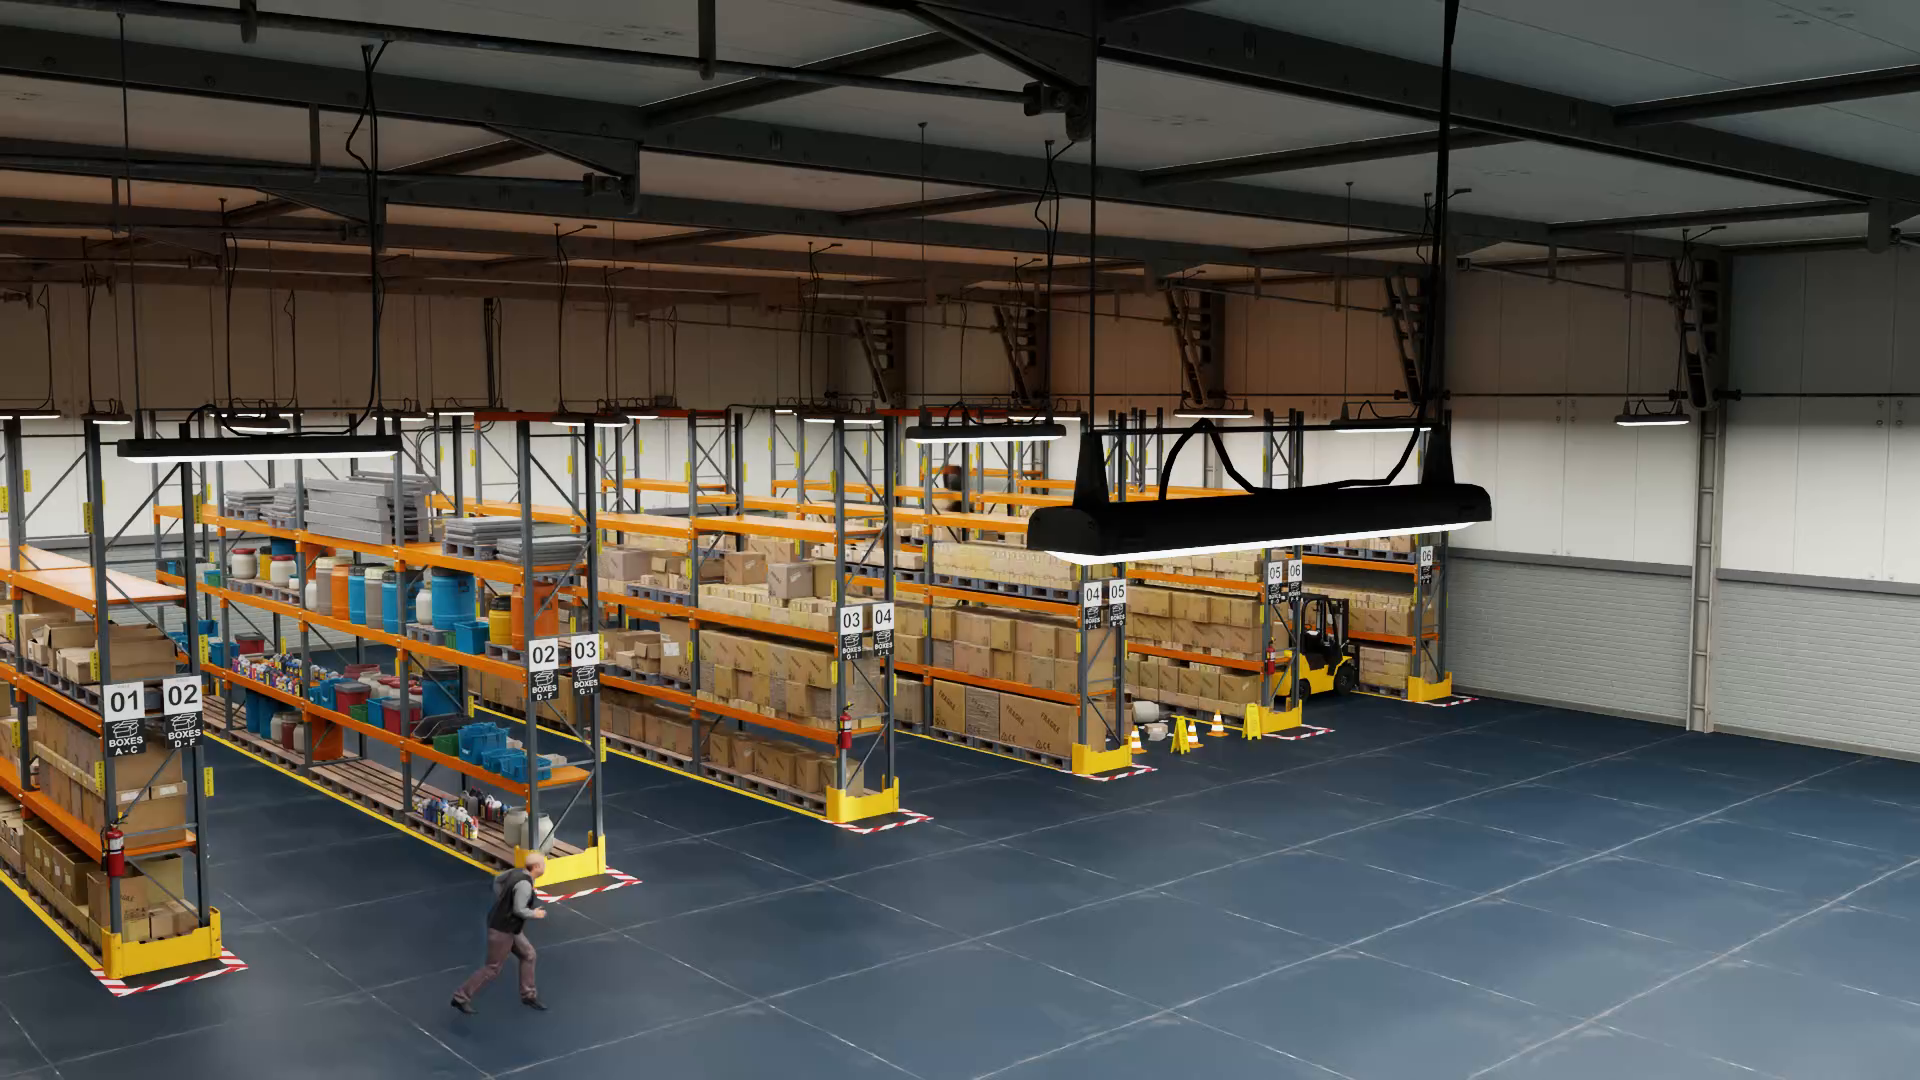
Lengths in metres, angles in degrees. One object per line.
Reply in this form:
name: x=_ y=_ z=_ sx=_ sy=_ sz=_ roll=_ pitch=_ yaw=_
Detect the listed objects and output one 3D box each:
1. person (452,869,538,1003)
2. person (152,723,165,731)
person: x=-4.741 y=4.051 z=16.920 sx=0.862 sy=1.367 sz=0.701 roll=-2 pitch=6 yaw=-26
person: x=-13.245 y=3.133 z=26.855 sx=0.688 sy=1.711 sz=0.700 roll=4 pitch=6 yaw=35
